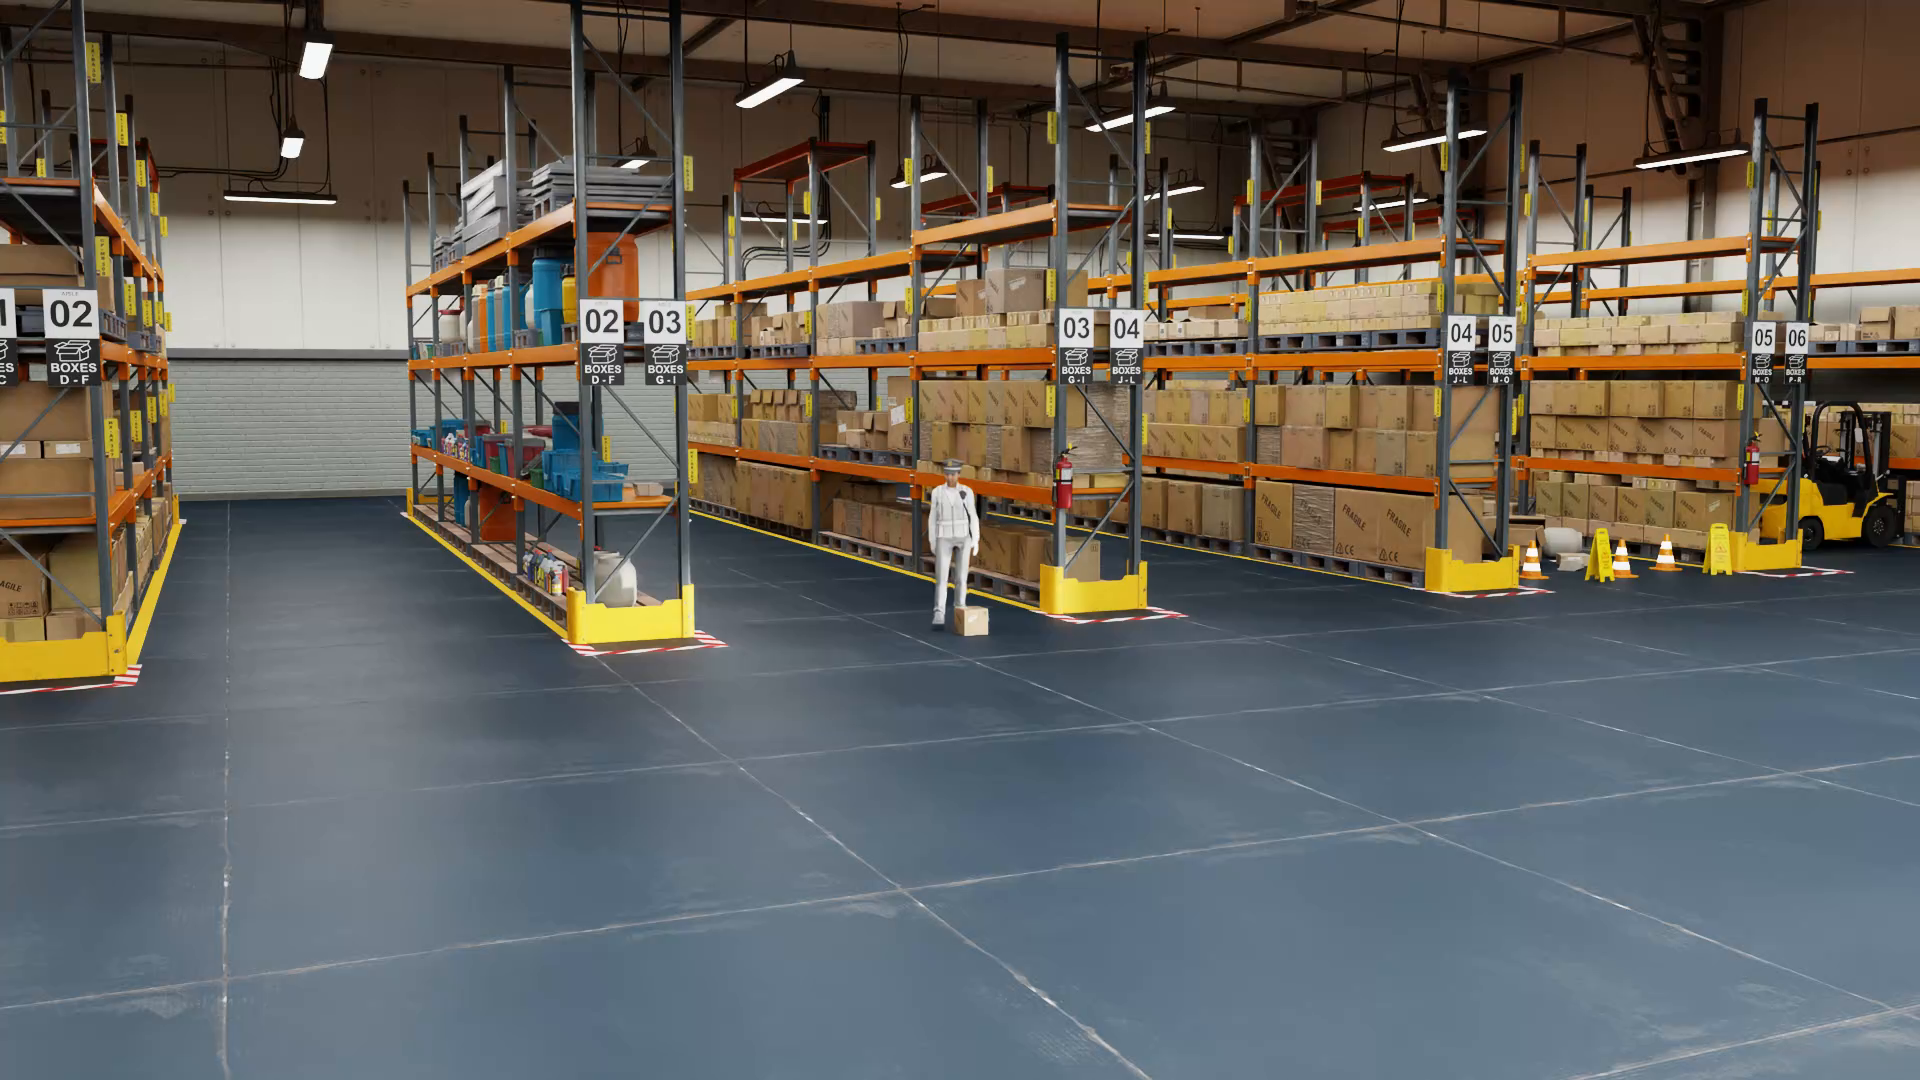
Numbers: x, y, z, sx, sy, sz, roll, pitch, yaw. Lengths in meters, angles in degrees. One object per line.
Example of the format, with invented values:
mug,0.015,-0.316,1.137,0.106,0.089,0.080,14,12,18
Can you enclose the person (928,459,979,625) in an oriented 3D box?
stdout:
person,-0.057,0.031,16.565,0.499,1.659,0.728,0,6,-3
